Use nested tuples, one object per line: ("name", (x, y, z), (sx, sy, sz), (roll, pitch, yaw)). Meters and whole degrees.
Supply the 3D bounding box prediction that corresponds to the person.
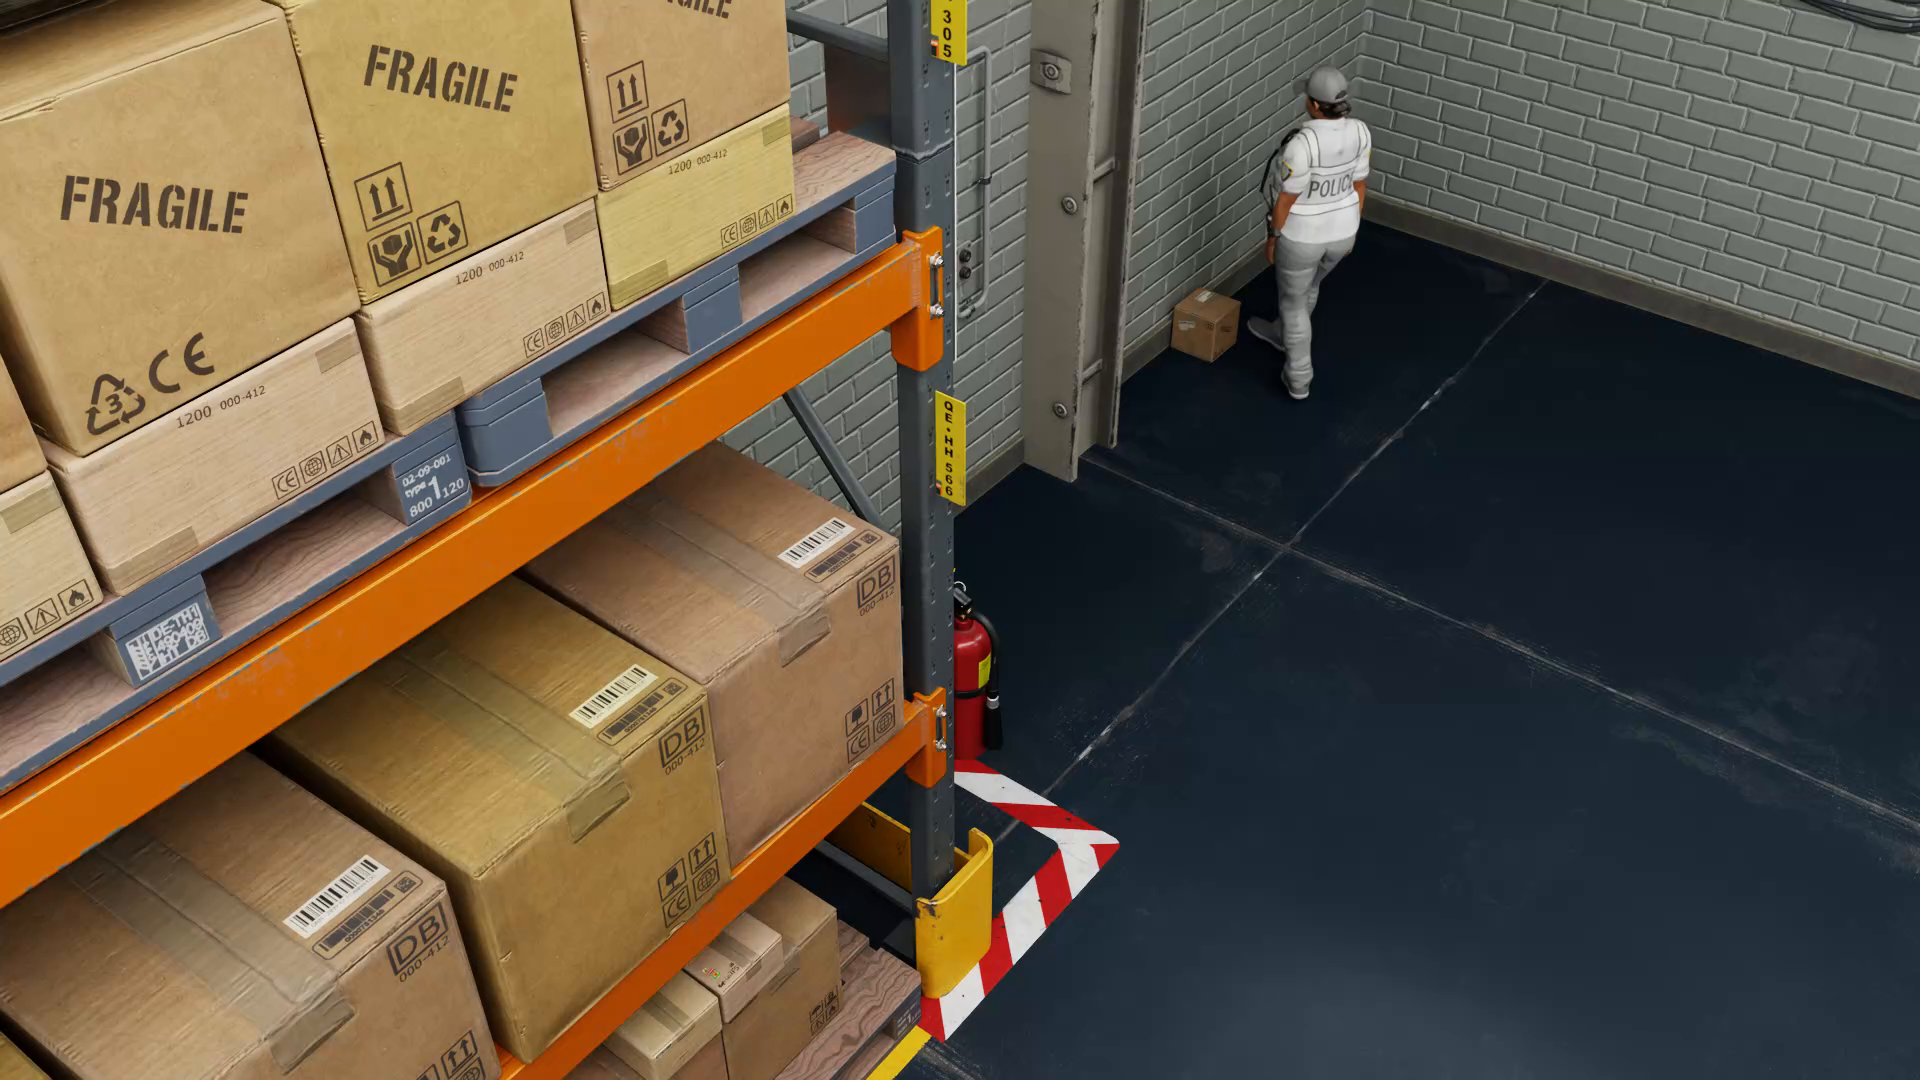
("person", (1.616, -1.538, 8.038), (0.473, 1.653, 0.661), (-18, 43, -21))
